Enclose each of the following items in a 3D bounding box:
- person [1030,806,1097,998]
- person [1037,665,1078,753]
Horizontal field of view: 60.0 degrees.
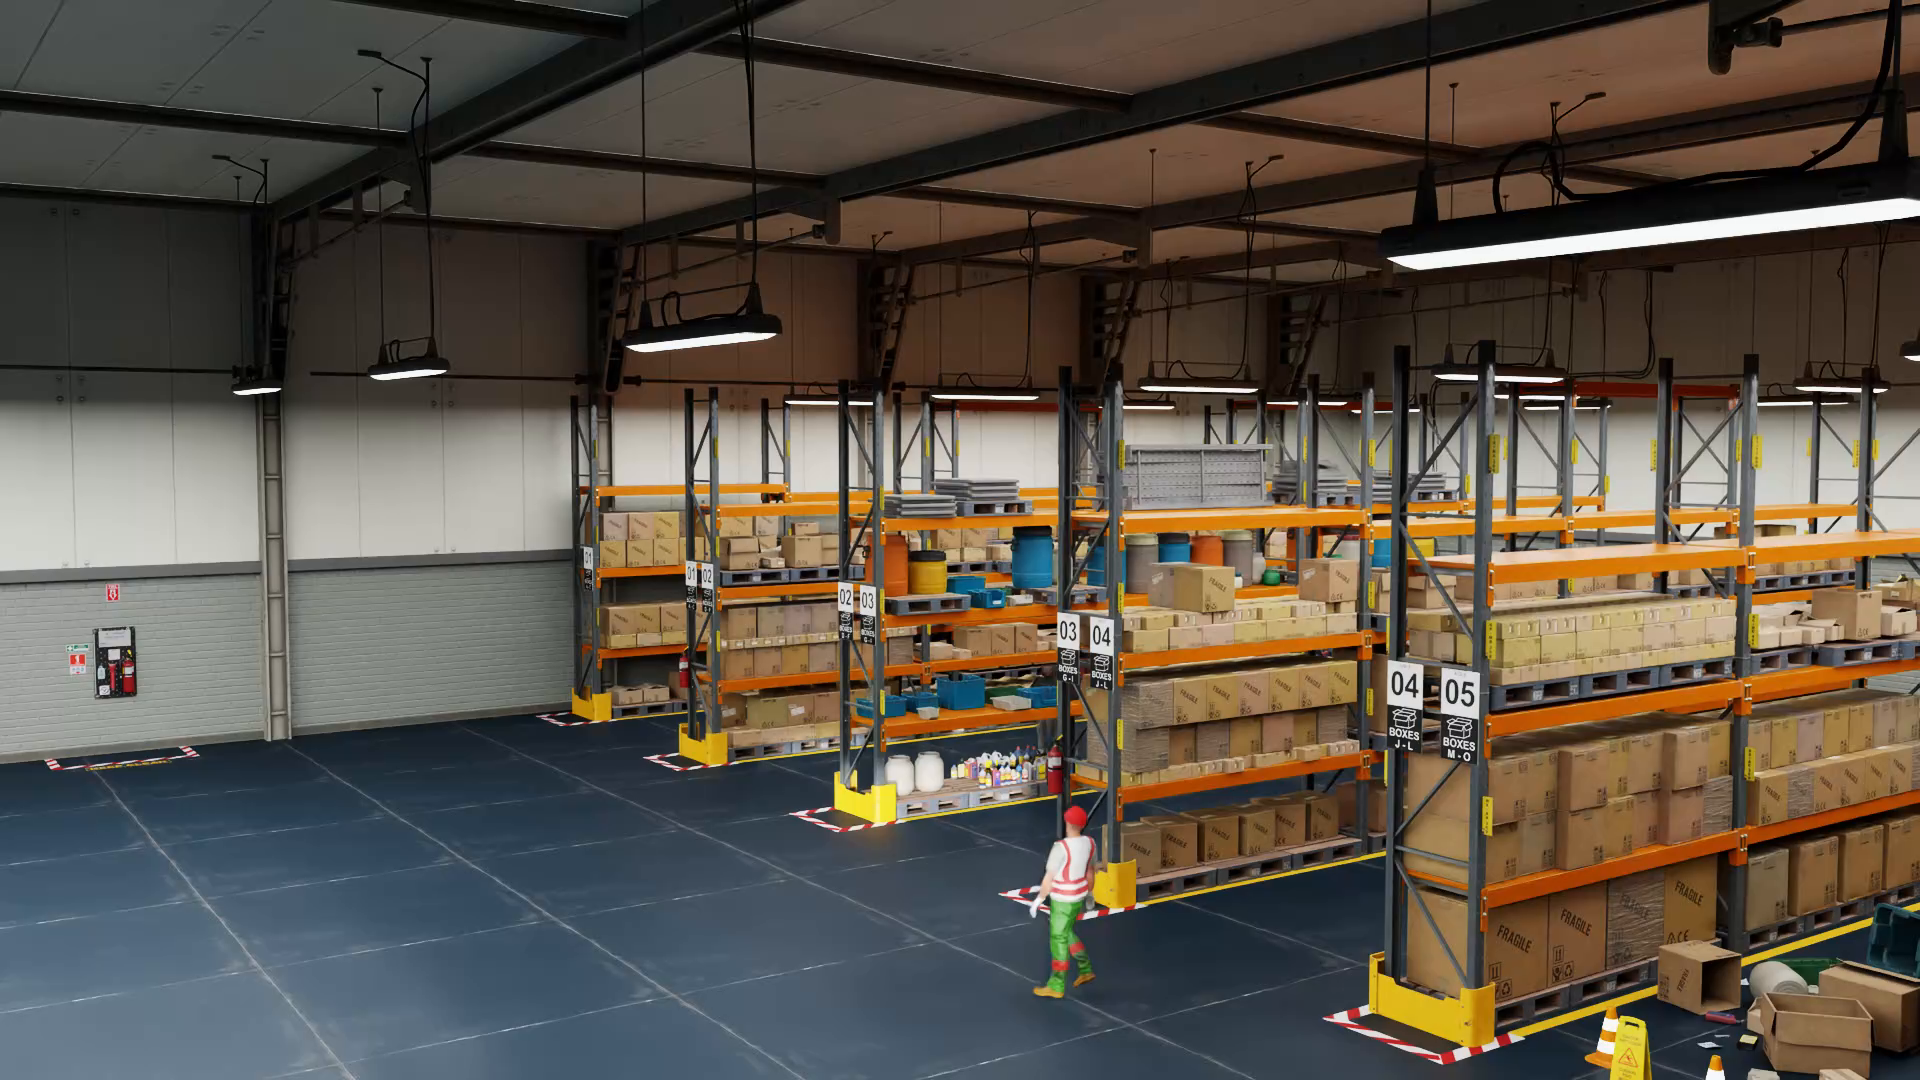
[{"bbox_3d":[0.982,3.332,15.432,0.534,1.781,0.607,2,4,30],"label":"person"},{"bbox_3d":[1.471,2.773,26.665,0.836,1.541,0.415,1,3,11],"label":"person"}]
